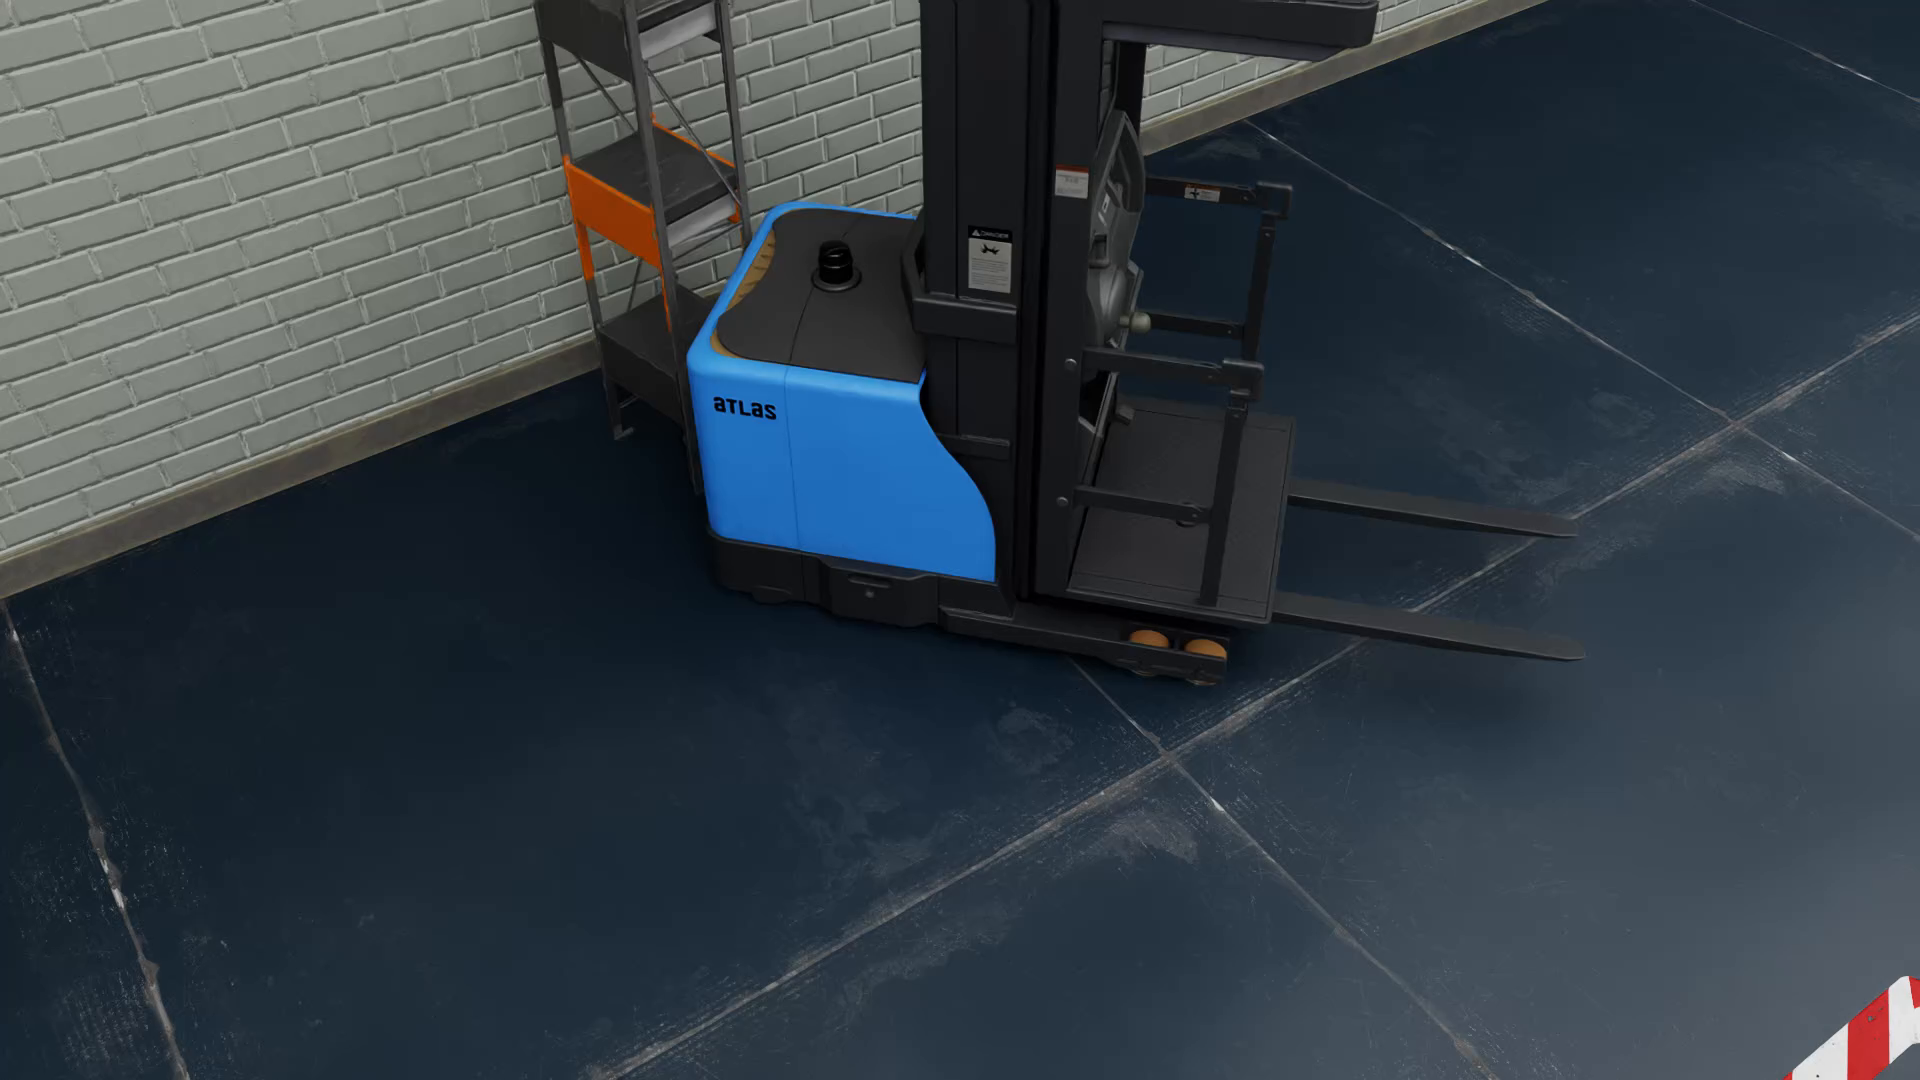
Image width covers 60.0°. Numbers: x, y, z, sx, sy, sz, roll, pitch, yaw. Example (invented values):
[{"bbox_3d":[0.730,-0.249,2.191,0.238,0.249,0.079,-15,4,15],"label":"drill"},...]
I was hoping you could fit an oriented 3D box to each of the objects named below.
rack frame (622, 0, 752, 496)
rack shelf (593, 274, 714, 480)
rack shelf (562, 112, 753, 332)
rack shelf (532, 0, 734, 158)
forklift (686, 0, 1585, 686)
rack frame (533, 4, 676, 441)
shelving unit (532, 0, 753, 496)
[{"bbox_3d":[-0.885,-1.034,5.813,0.015,2.100,0.400,32,52,29],"label":"rack frame"},{"bbox_3d":[-1.065,-0.632,6.424,0.480,0.518,0.431,32,52,29],"label":"rack shelf"},{"bbox_3d":[-1.065,-1.138,5.941,0.480,0.518,0.431,32,52,29],"label":"rack shelf"},{"bbox_3d":[-1.065,-1.644,5.458,0.480,0.518,0.431,32,52,29],"label":"rack shelf"},{"bbox_3d":[0.673,-0.965,5.138,3.031,2.935,1.130,9,44,9],"label":"forklift"},{"bbox_3d":[-1.245,-1.261,6.051,0.015,2.100,0.400,32,52,29],"label":"rack frame"},{"bbox_3d":[-1.065,-1.148,5.932,0.503,2.100,0.431,32,52,29],"label":"shelving unit"}]
